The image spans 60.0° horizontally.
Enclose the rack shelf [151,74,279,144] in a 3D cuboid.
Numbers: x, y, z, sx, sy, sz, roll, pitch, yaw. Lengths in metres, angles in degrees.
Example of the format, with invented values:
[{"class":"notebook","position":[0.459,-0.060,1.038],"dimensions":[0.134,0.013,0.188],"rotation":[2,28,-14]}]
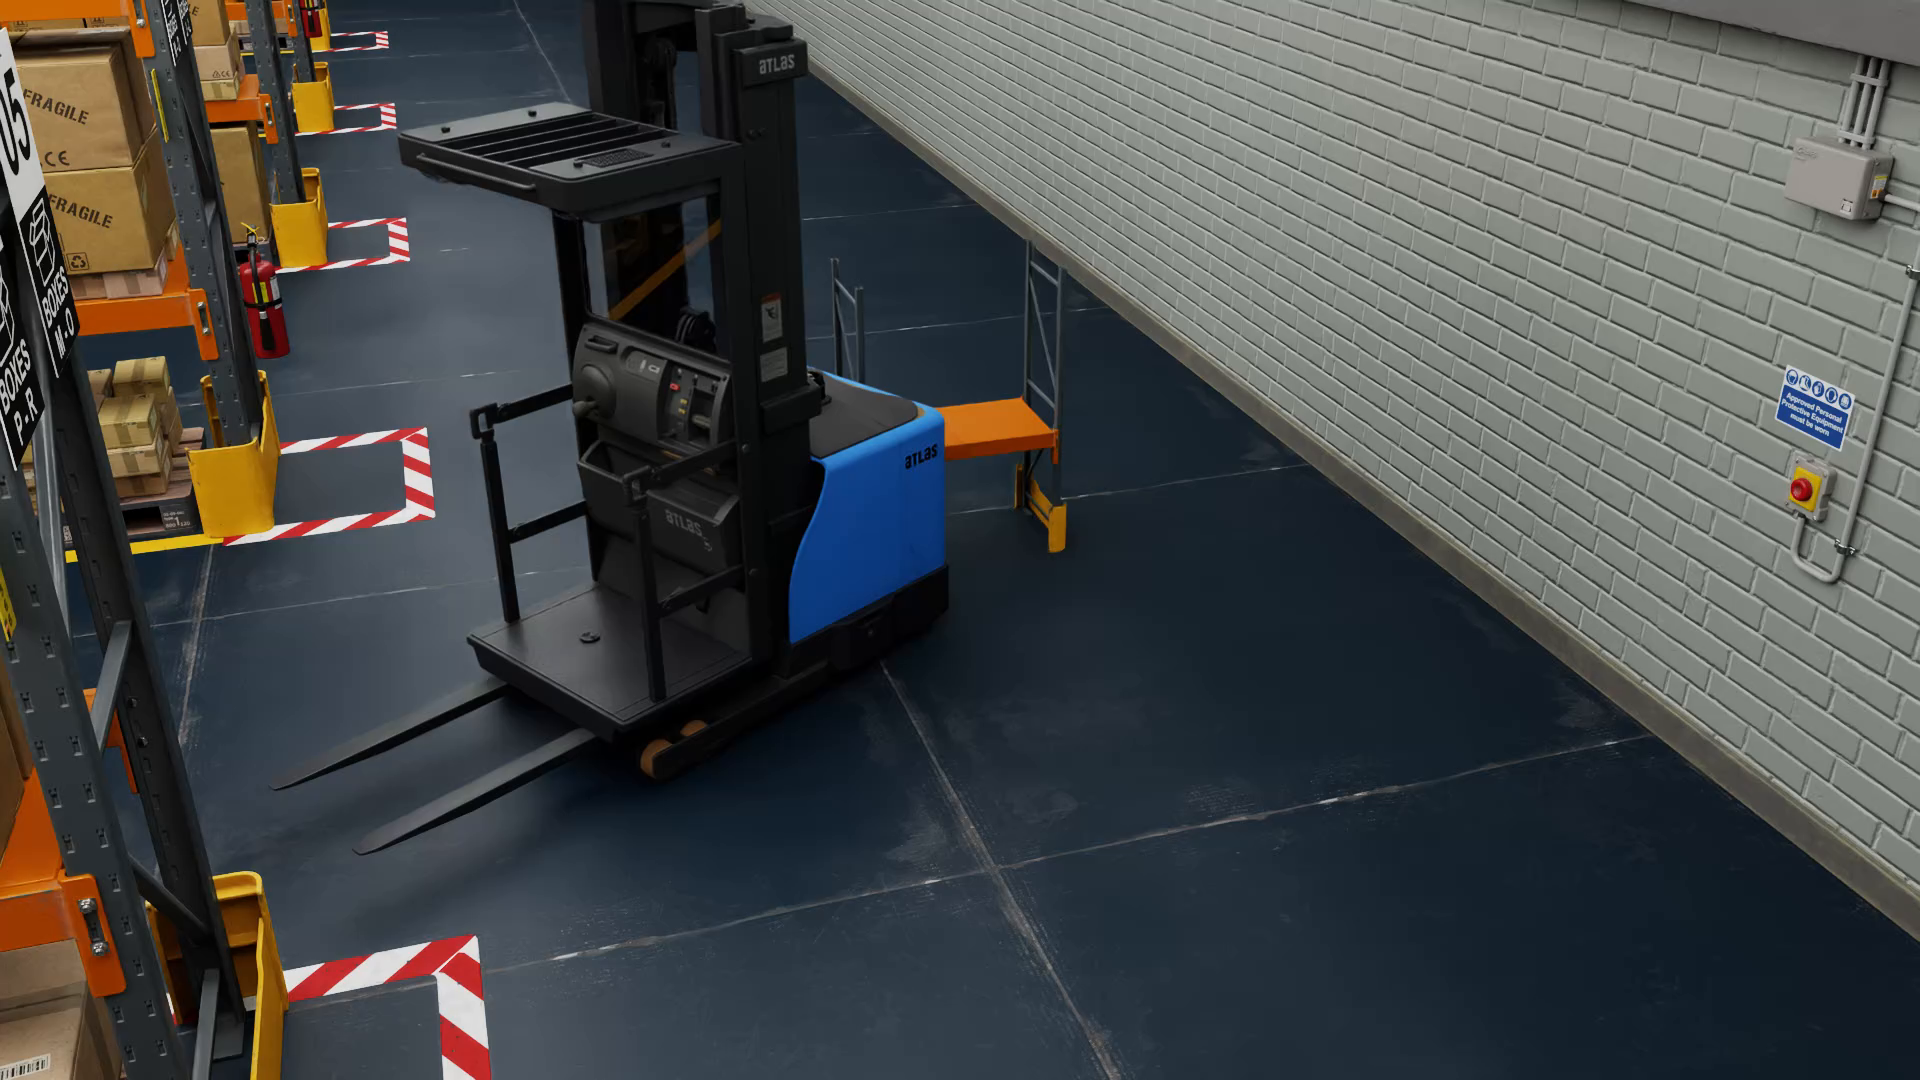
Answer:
[{"class":"rack shelf","position":[-7.266,-3.137,12.505],"dimensions":[4.000,0.370,1.077],"rotation":[-8,28,-16]}]

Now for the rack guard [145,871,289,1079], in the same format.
[{"class":"rack guard","position":[-2.273,1.571,5.023],"dimensions":[0.348,0.500,1.175],"rotation":[-8,28,-16]}]

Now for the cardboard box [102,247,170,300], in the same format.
[{"class":"cardboard box","position":[-4.147,-1.347,8.373],"dimensions":[0.250,0.149,0.380],"rotation":[-8,28,-16]}]

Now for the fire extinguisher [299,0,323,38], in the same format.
[{"class":"fire extinguisher","position":[-6.614,-5.456,16.873],"dimensions":[0.183,0.674,0.296],"rotation":[-8,28,-16]}]

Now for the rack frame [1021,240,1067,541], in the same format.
[{"class":"rack frame","position":[0.427,-0.741,8.556],"dimensions":[0.032,1.500,0.500],"rotation":[-8,28,-16]}]

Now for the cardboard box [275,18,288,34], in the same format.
[{"class":"cardboard box","position":[-8.869,-6.823,21.436],"dimensions":[0.500,0.500,0.500],"rotation":[-8,28,-16]}]

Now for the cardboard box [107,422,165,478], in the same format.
[{"class":"cardboard box","position":[-4.338,-0.475,8.733],"dimensions":[0.250,0.149,0.380],"rotation":[-9,28,-17]}]

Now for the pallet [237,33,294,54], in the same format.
[{"class":"pallet","position":[-9.258,-6.554,21.715],"dimensions":[1.213,0.211,1.003],"rotation":[-8,28,-16]}]

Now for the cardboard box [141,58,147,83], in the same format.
[{"class":"cardboard box","position":[-6.225,-3.553,12.367],"dimensions":[0.500,0.250,0.500],"rotation":[-9,28,-17]}]

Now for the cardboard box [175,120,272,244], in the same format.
[{"class":"cardboard box","position":[-5.948,-2.850,13.034],"dimensions":[0.875,0.875,0.875],"rotation":[-8,28,-16]}]

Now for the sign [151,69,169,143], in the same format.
[{"class":"sign","position":[-3.772,-2.047,7.842],"dimensions":[0.005,0.325,0.100],"rotation":[-8,28,-16]}]

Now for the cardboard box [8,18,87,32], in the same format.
[{"class":"cardboard box","position":[-6.870,-4.042,12.510],"dimensions":[0.500,0.500,0.500],"rotation":[-9,28,-17]}]

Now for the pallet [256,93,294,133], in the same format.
[{"class":"pallet","position":[-7.694,-4.483,17.543],"dimensions":[1.213,0.211,1.003],"rotation":[-8,28,-16]}]

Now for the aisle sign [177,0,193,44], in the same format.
[{"class":"aisle sign","position":[-3.948,-2.925,8.346],"dimensions":[0.004,0.787,0.394],"rotation":[-8,28,-16]}]

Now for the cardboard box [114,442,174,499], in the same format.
[{"class":"cardboard box","position":[-4.360,-0.375,8.865],"dimensions":[0.250,0.149,0.380],"rotation":[-8,27,-15]}]

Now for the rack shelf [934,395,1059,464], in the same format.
[{"class":"rack shelf","position":[-0.057,-0.510,8.496],"dimensions":[1.000,0.185,0.538],"rotation":[-8,28,-16]}]

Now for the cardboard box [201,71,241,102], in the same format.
[{"class":"cardboard box","position":[-5.601,-3.434,12.577],"dimensions":[0.250,0.149,0.380],"rotation":[-8,27,-15]}]

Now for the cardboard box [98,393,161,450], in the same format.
[{"class":"cardboard box","position":[-4.349,-0.622,8.694],"dimensions":[0.250,0.149,0.380],"rotation":[-8,27,-16]}]

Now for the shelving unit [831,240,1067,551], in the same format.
[{"class":"shelving unit","position":[-0.048,-0.673,8.419],"dimensions":[1.083,1.500,0.587],"rotation":[-8,28,-16]}]

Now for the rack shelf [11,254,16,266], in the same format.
[{"class":"rack shelf","position":[-4.197,-0.291,3.398],"dimensions":[4.000,0.370,1.077],"rotation":[-8,28,-16]}]

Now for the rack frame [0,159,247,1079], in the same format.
[{"class":"rack frame","position":[-2.295,0.455,4.460],"dimensions":[0.127,3.000,1.000],"rotation":[-8,28,-16]}]

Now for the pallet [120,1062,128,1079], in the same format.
[{"class":"pallet","position":[-3.031,1.847,4.792],"dimensions":[1.213,0.211,1.003],"rotation":[-8,28,-16]}]

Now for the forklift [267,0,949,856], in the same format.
[{"class":"forklift","position":[-1.404,-0.585,6.633],"dimensions":[1.130,2.935,3.031],"rotation":[21,33,36]}]

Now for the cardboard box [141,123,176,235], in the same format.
[{"class":"cardboard box","position":[-4.437,-1.857,8.670],"dimensions":[0.500,0.500,0.500],"rotation":[-7,27,-14]}]

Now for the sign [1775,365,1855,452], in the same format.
[{"class":"sign","position":[3.102,-0.481,6.042],"dimensions":[0.001,0.218,0.327],"rotation":[-8,28,-16]}]

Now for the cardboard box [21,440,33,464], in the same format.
[{"class":"cardboard box","position":[-4.813,-0.522,8.493],"dimensions":[0.250,0.149,0.380],"rotation":[-9,28,-17]}]

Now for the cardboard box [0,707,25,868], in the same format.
[{"class":"cardboard box","position":[-2.672,0.589,4.079],"dimensions":[0.500,0.500,0.500],"rotation":[-8,28,-16]}]

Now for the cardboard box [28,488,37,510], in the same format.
[{"class":"cardboard box","position":[-4.851,-0.296,8.707],"dimensions":[0.250,0.149,0.380],"rotation":[-8,28,-16]}]

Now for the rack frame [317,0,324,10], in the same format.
[{"class":"rack frame","position":[-8.428,-7.924,21.338],"dimensions":[0.127,3.000,1.000],"rotation":[-8,28,-16]}]

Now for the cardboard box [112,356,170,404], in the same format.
[{"class":"cardboard box","position":[-4.528,-0.873,9.200],"dimensions":[0.250,0.149,0.380],"rotation":[-10,28,-18]}]

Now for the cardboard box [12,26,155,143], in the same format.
[{"class":"cardboard box","position":[-4.433,-2.300,8.439],"dimensions":[0.500,0.500,0.500],"rotation":[-8,28,-16]}]

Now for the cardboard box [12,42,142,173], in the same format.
[{"class":"cardboard box","position":[-4.282,-2.082,7.998],"dimensions":[0.500,0.500,0.500],"rotation":[-9,28,-17]}]

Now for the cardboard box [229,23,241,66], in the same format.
[{"class":"cardboard box","position":[-5.904,-3.849,12.964],"dimensions":[0.500,0.250,0.500],"rotation":[-9,28,-17]}]

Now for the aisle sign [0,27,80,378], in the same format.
[{"class":"aisle sign","position":[-2.317,-0.842,4.149],"dimensions":[0.004,0.787,0.394],"rotation":[-8,28,-16]}]

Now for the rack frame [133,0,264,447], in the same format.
[{"class":"rack frame","position":[-3.924,-1.624,8.648],"dimensions":[0.127,3.000,1.000],"rotation":[-8,28,-16]}]

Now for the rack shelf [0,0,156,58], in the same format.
[{"class":"rack shelf","position":[-5.826,-2.370,7.586],"dimensions":[4.000,0.370,1.077],"rotation":[-8,28,-16]}]

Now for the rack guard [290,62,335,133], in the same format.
[{"class":"rack guard","position":[-6.879,-4.718,17.692],"dimensions":[0.348,0.500,1.175],"rotation":[-8,28,-16]}]
